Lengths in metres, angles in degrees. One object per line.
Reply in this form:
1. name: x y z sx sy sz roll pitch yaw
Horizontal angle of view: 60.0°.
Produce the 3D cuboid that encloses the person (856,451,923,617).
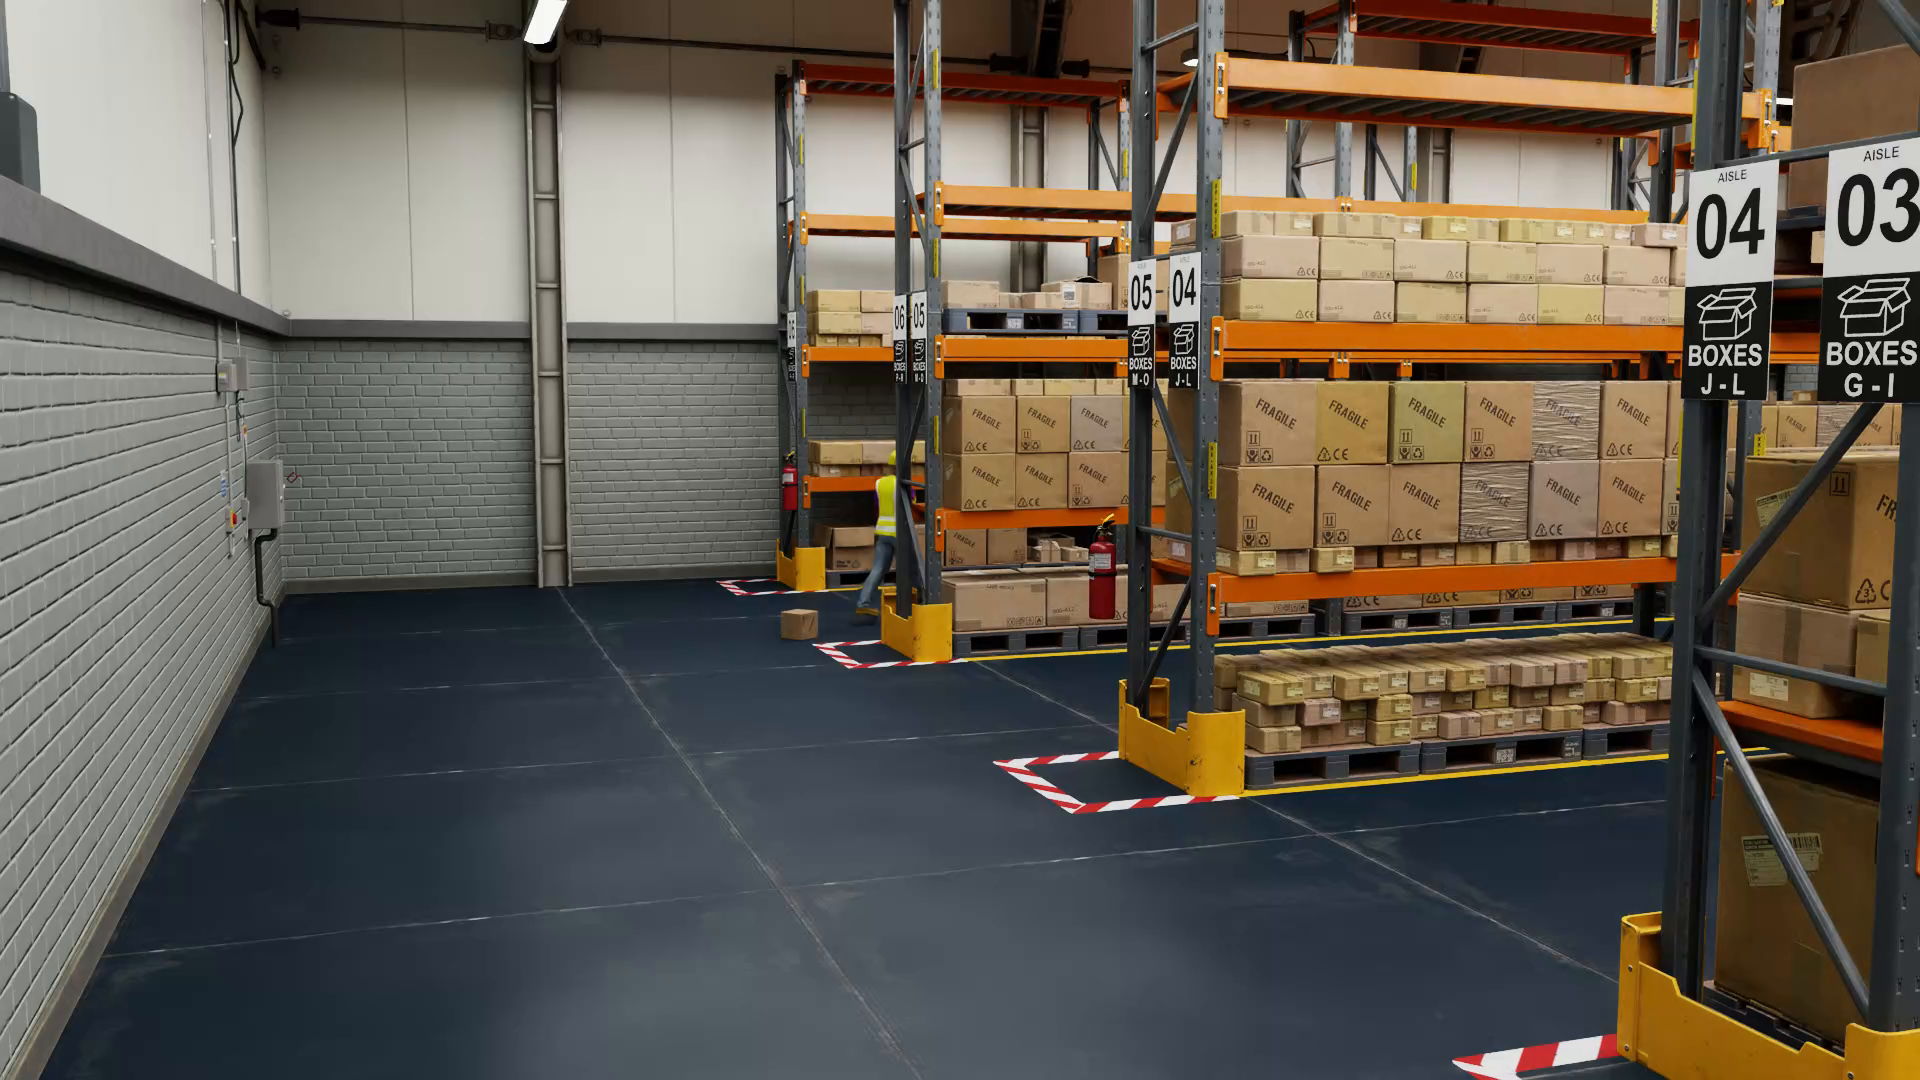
1. person: -0.652 -0.053 16.879 0.582 1.719 1.079 5 7 39
